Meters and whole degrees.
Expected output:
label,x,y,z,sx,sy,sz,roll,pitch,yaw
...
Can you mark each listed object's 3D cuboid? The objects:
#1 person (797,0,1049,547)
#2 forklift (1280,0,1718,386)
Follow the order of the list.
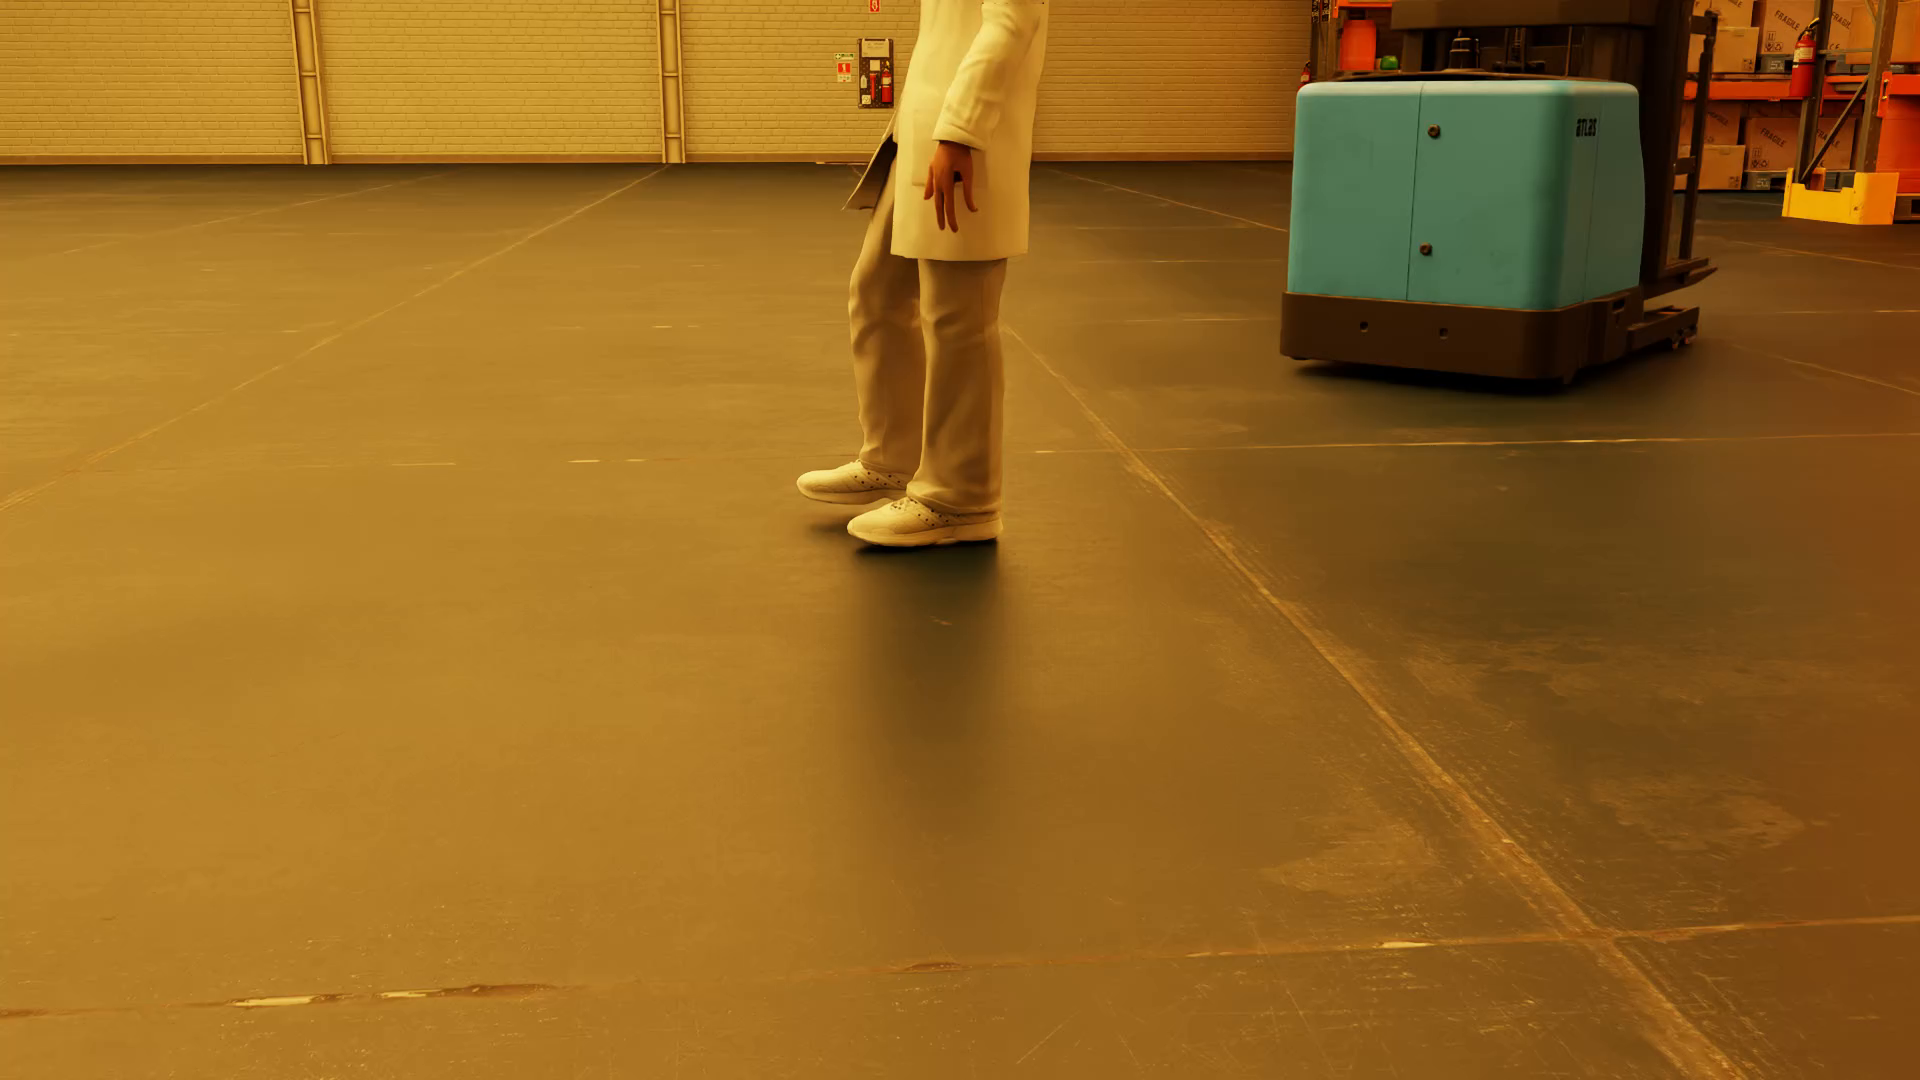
label,x,y,z,sx,sy,sz,roll,pitch,yaw
person,-0.092,-0.865,3.703,0.579,1.778,0.696,-1,15,-5
forklift,2.514,-2.279,6.843,1.130,2.935,3.031,11,18,36
